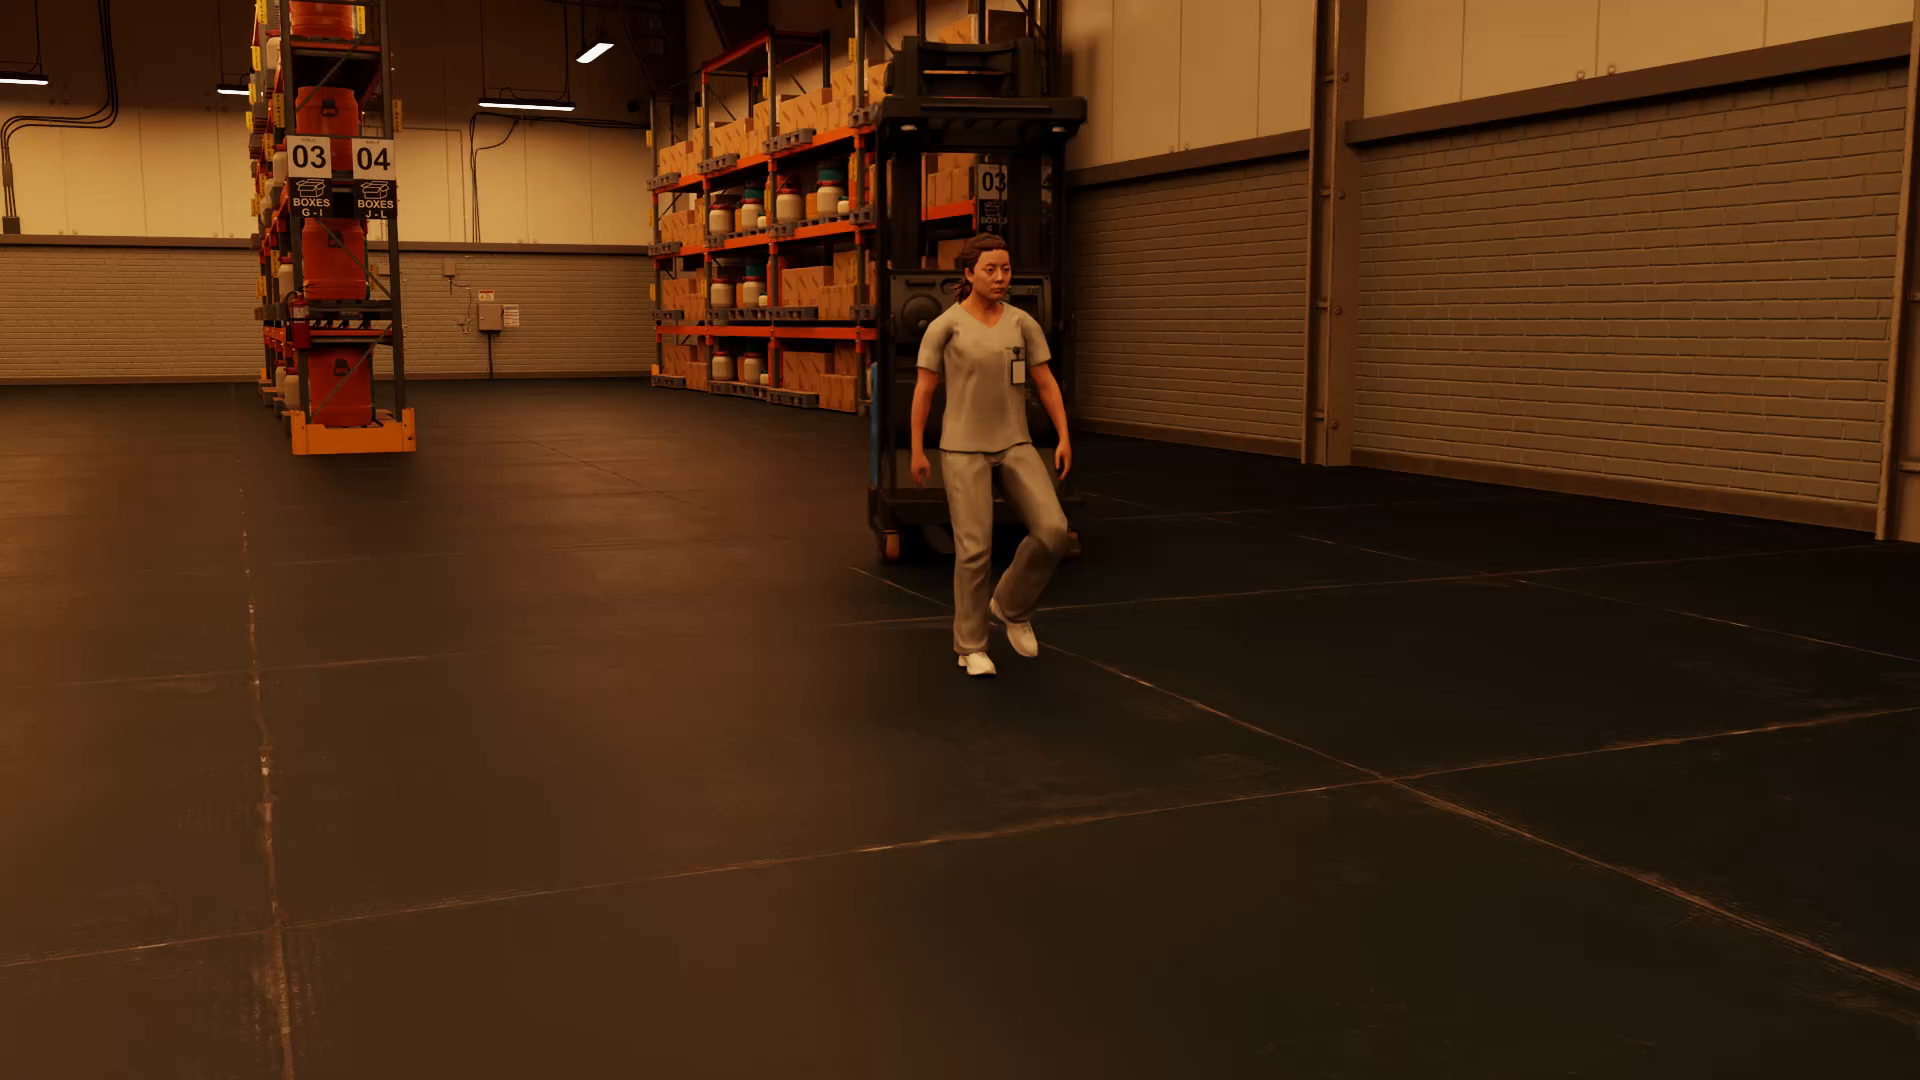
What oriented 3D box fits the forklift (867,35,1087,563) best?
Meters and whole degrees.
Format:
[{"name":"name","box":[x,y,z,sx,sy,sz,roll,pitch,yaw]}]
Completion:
[{"name":"forklift","box":[0.090,-1.371,9.341,1.130,2.935,3.031,-1,8,-6]}]

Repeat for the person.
[{"name":"person","box":[0.127,-0.320,6.261,0.594,1.655,0.460,-3,8,-20]}]
